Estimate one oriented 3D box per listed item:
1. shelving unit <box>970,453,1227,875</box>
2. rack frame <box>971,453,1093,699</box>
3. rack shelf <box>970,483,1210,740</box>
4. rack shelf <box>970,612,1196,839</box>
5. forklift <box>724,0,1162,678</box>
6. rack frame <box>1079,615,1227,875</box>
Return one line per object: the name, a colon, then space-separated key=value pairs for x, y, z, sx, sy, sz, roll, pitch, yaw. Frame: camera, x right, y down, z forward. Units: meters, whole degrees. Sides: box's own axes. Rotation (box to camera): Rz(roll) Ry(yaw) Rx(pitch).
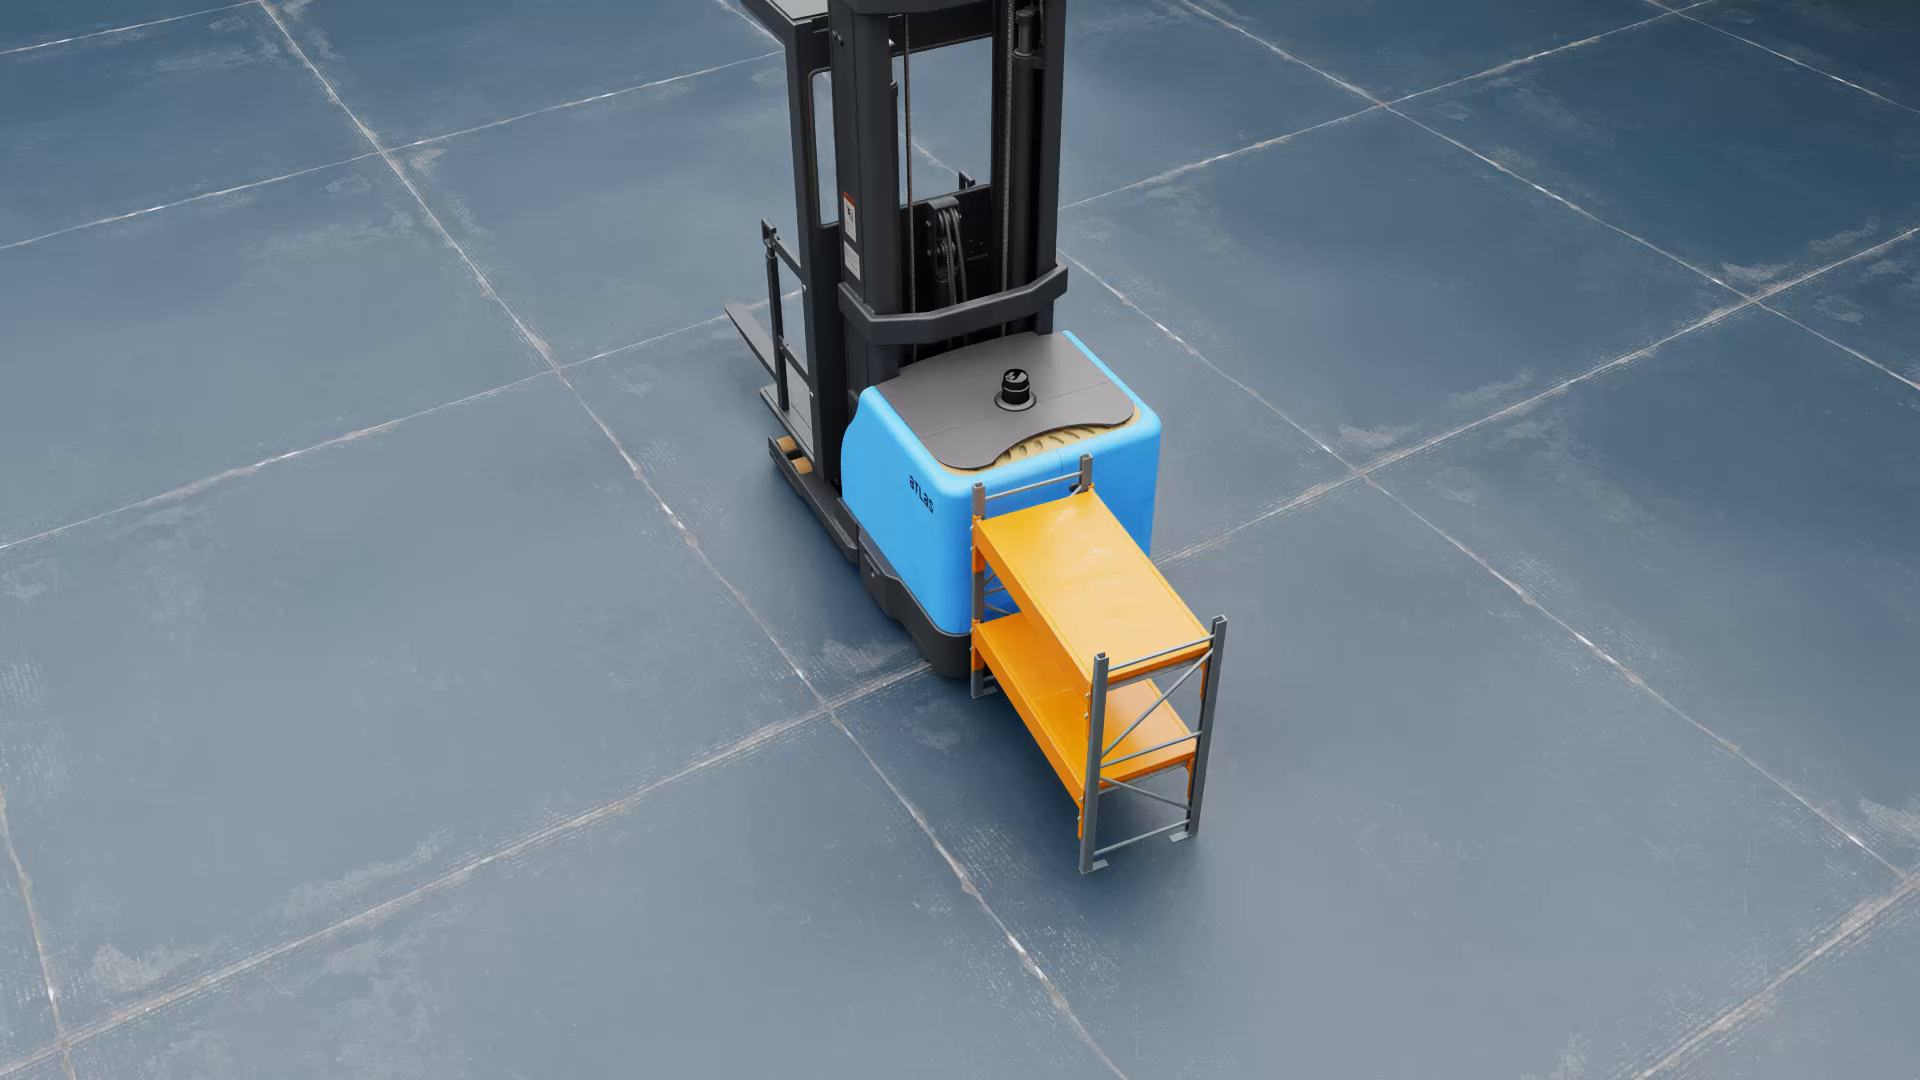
shelving unit: x=0.483 y=0.464 z=6.375 sx=0.538 sy=1.125 sz=1.048 roll=-16 pitch=42 yaw=-18
rack frame: x=0.280 y=0.165 z=6.733 sx=0.500 sy=1.125 sz=0.032 roll=-16 pitch=42 yaw=-18
rack shelf: x=0.483 y=0.239 z=6.188 sx=0.538 sy=0.278 sz=1.000 roll=-16 pitch=42 yaw=-18
rack shelf: x=0.483 y=0.652 z=6.532 sx=0.538 sy=0.278 sz=1.000 roll=-16 pitch=42 yaw=-18
forklift: x=-0.287 y=-1.482 z=7.299 sx=1.130 sy=2.935 sz=3.031 roll=-18 pitch=43 yaw=-21
rack frame: x=0.686 y=0.762 z=6.017 sx=0.500 sy=1.125 sz=0.032 roll=-16 pitch=42 yaw=-18
